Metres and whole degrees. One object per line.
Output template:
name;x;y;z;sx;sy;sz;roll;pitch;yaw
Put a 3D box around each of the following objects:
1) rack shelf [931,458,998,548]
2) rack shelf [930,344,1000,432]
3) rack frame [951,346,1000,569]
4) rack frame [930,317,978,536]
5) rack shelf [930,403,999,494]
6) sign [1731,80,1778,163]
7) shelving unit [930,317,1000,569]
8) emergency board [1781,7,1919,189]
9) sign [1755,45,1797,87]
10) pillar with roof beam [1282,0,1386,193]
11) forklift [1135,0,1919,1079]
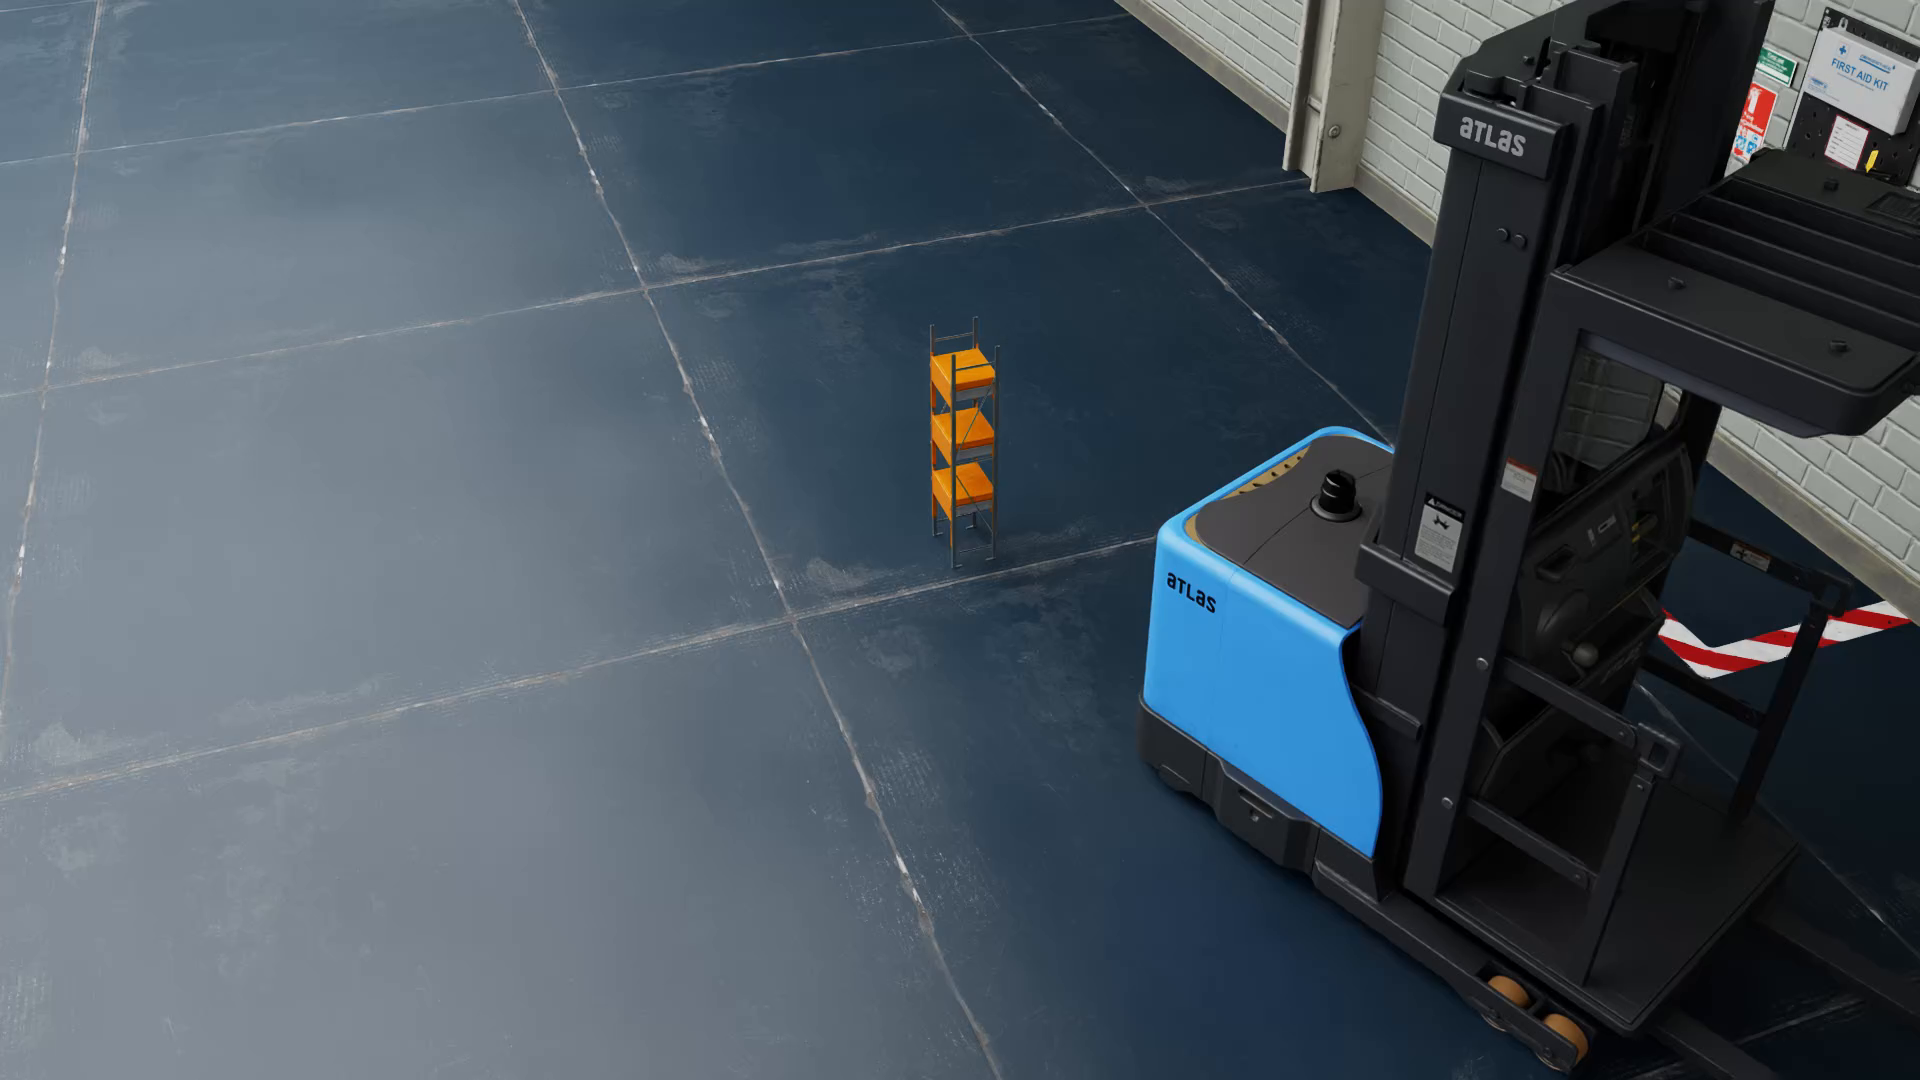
rack shelf;0.018;-0.159;7.068;0.215;0.259;0.240;-12;39;-16
rack shelf;0.018;-0.607;6.730;0.215;0.259;0.240;-12;39;-16
rack frame;0.060;-0.320;6.803;0.200;1.050;0.008;-12;39;-16
rack frame;-0.024;-0.458;6.986;0.200;1.050;0.008;-12;39;-16
rack shelf;0.018;-0.381;6.900;0.215;0.259;0.240;-12;39;-16
sign;3.368;-1.795;7.110;0.001;0.329;0.234;-12;39;-16
shelving unit;0.018;-0.389;6.894;0.215;1.050;0.252;-12;39;-16
emergency board;3.461;-1.447;6.678;0.194;1.169;0.643;-12;39;-16
sign;3.361;-2.002;6.945;0.001;0.109;0.331;-12;39;-16
pillar with roof beam;-1.831;-4.937;6.326;9.100;9.000;0.400;-12;39;-16
forklift;2.009;0.099;4.682;1.130;2.935;3.031;-29;46;-33
